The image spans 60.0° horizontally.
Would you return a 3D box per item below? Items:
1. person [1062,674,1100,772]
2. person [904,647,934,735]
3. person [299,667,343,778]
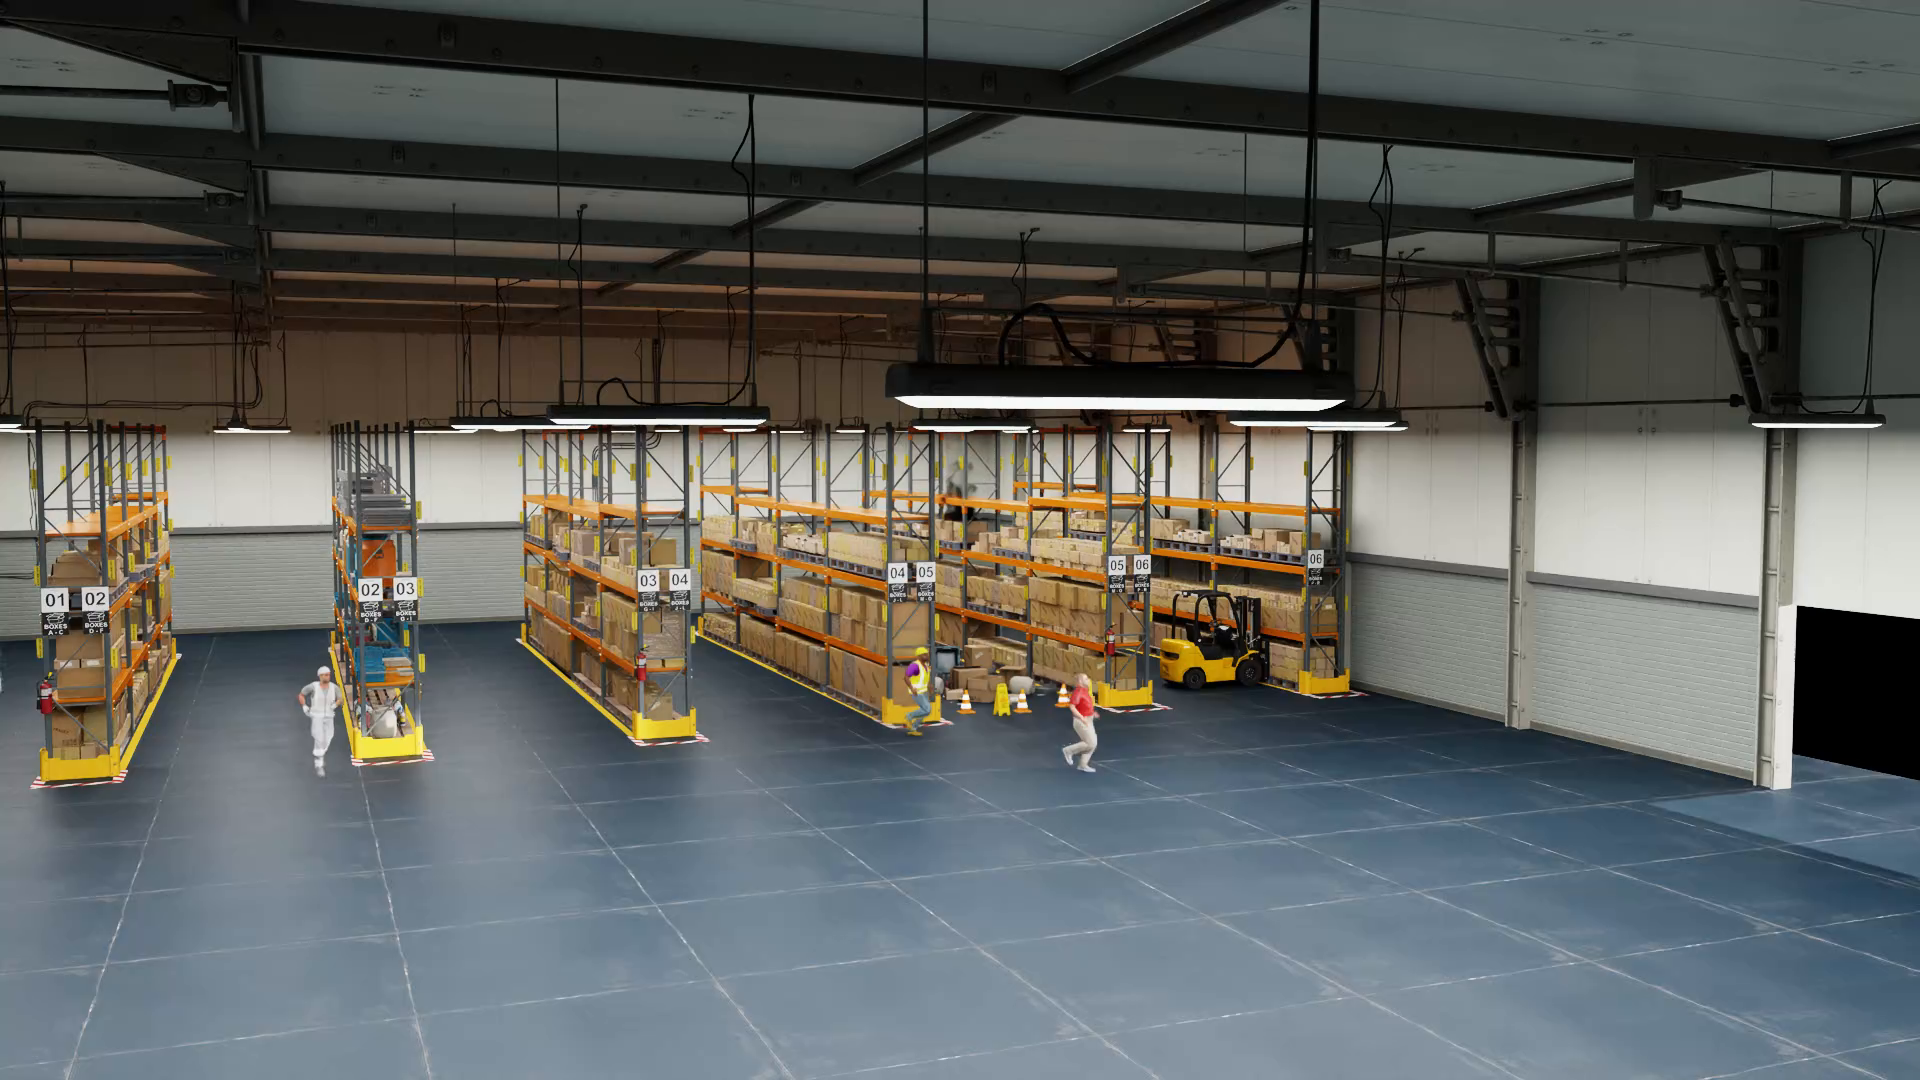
[{"bbox_3d":[2.069,3.119,28.378,0.603,1.688,0.651,1,4,14],"label":"person"},{"bbox_3d":[-0.779,2.889,31.788,0.557,1.691,0.662,1,4,21],"label":"person"},{"bbox_3d":[-10.830,3.056,28.329,0.666,1.807,0.941,-3,5,-43],"label":"person"}]
